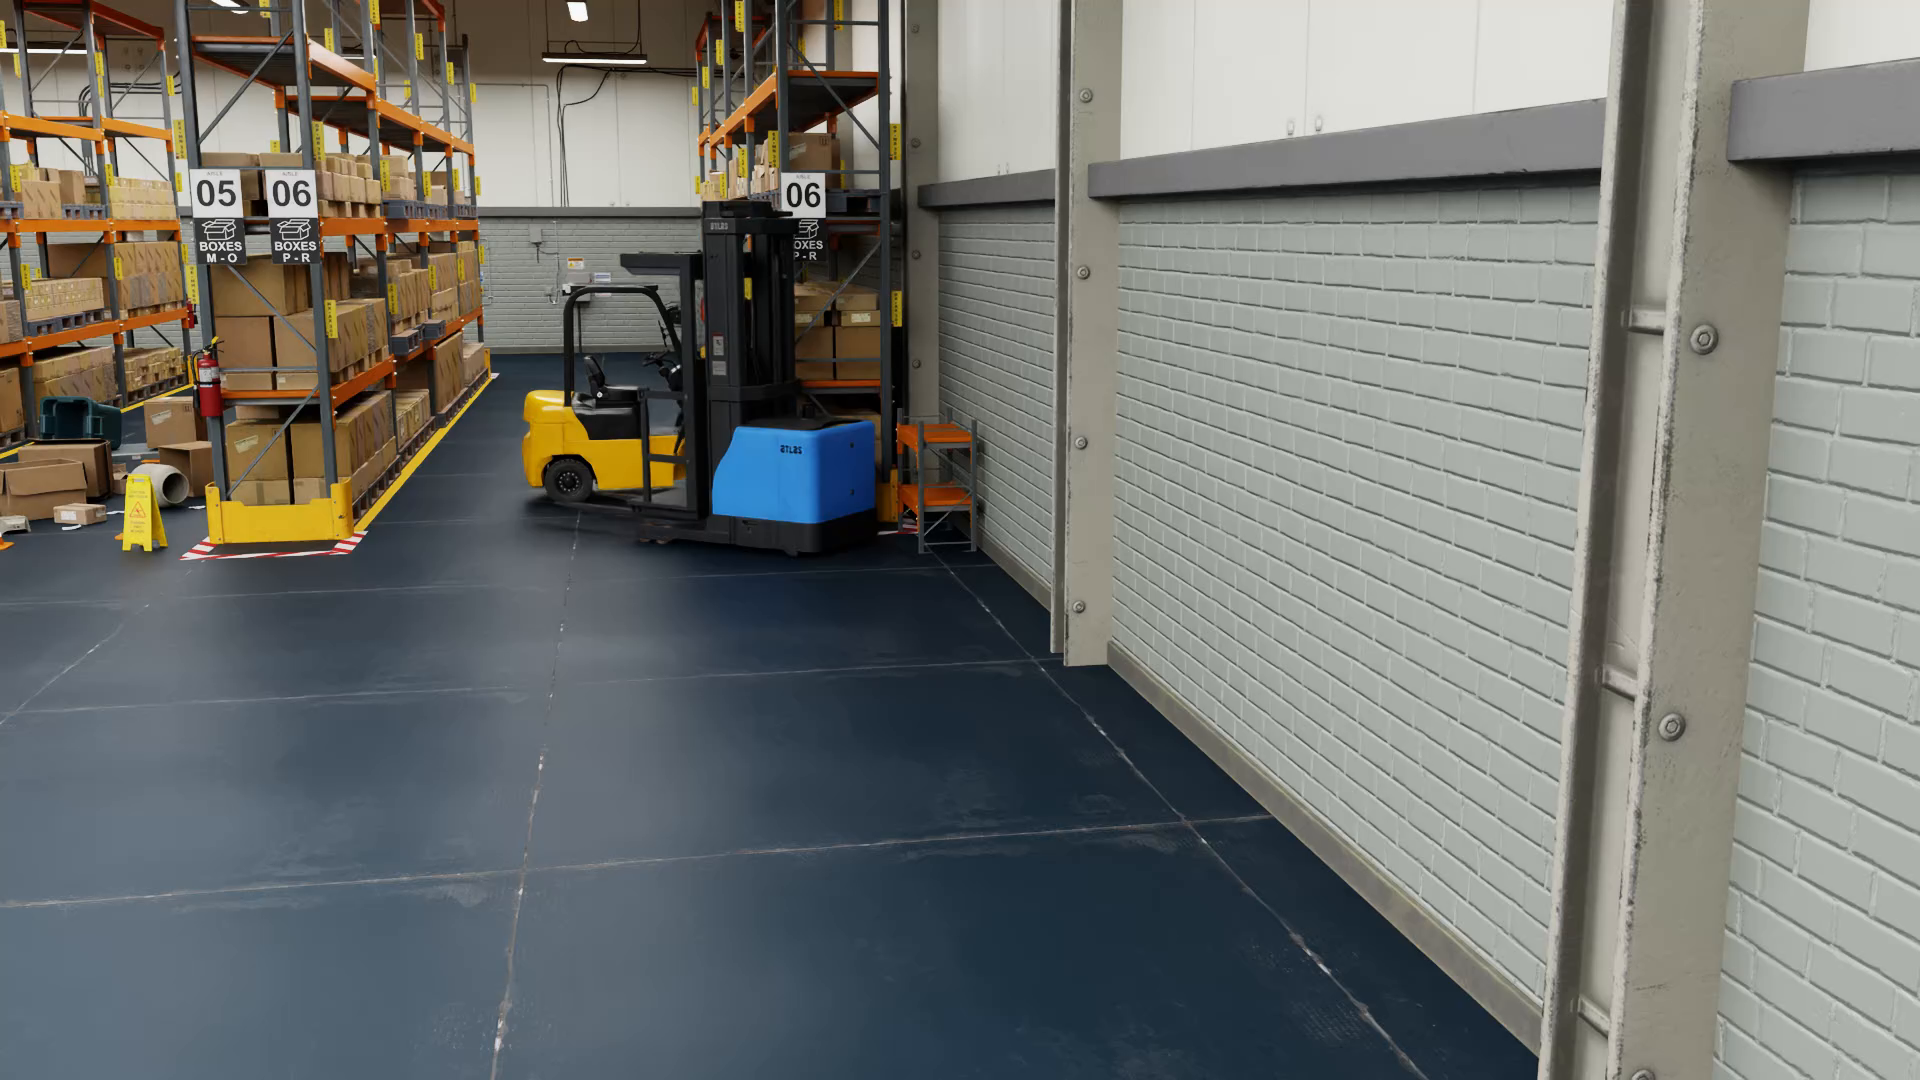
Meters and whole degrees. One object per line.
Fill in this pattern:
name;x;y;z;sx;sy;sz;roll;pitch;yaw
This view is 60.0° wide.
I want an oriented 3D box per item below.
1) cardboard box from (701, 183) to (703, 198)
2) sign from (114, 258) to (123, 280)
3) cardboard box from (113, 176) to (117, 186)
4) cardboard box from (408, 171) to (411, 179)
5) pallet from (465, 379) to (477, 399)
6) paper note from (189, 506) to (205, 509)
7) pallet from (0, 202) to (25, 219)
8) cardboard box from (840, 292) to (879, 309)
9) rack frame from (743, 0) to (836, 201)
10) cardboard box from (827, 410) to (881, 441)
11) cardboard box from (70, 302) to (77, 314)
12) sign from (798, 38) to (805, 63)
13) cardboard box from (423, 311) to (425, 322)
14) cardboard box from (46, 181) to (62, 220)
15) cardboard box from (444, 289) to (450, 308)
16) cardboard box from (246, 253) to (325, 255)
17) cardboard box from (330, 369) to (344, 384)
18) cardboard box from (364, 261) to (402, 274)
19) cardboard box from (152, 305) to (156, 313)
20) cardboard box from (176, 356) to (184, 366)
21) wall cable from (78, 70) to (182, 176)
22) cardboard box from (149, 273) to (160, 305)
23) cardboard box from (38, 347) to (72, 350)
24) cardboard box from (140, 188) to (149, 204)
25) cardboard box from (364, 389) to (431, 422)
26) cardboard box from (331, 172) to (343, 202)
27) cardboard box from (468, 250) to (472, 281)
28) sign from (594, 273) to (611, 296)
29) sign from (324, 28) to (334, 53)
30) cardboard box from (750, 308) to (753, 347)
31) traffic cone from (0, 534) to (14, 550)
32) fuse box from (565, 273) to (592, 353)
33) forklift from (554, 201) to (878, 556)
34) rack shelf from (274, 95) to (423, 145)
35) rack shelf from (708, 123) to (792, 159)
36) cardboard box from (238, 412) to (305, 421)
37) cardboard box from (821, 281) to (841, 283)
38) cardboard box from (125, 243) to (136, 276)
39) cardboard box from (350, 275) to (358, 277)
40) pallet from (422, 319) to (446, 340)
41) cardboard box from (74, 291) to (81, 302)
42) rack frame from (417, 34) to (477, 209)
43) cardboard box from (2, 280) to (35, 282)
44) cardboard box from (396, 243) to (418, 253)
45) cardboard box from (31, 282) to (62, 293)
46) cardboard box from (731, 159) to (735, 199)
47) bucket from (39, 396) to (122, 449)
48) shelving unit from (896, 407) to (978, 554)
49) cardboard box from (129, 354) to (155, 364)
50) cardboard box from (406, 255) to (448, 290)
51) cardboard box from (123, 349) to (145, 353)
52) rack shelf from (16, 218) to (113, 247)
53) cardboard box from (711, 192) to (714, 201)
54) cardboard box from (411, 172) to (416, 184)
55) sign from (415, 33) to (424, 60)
cardboard box;-4.327;-6.199;29.491;0.500;0.250;0.500;-2;11;-11
sign;-12.630;-4.068;24.953;0.100;0.325;0.005;-2;11;-11
cardboard box;-13.013;-5.433;25.196;0.380;0.149;0.250;-3;11;-13
cardboard box;-8.451;-5.234;24.761;0.500;0.500;0.500;-2;11;-12
pallet;-8.409;-2.450;27.003;1.003;0.211;1.213;-2;11;-11
paper note;-7.488;-0.327;16.333;0.142;0.019;0.148;-6;13;-31
pallet;-12.218;-4.010;20.224;1.213;0.211;1.003;-2;11;-8
cardboard box;-0.982;-2.292;15.918;0.380;0.149;0.250;-2;11;-9
rack frame;-1.913;-5.338;18.677;1.000;3.000;0.127;-2;11;-11
cardboard box;-1.043;-1.099;16.007;0.500;0.250;0.500;-2;11;-12
cardboard box;-12.646;-3.257;23.336;0.380;0.149;0.250;-2;11;-9
sign;-2.148;-6.629;22.539;0.100;0.325;0.005;-2;11;-11
cardboard box;-7.008;-2.837;21.131;0.380;0.149;0.250;-3;11;-14
cardboard box;-12.452;-4.565;22.370;0.500;0.500;0.500;-2;11;-11
cardboard box;-7.686;-3.498;24.115;0.500;0.250;0.500;-2;11;-10
cardboard box;-6.760;-2.620;16.704;0.700;0.500;0.500;-2;11;-12
cardboard box;-5.902;-1.520;15.333;0.380;0.149;0.250;-2;11;-13
cardboard box;-6.839;-3.225;19.697;0.380;0.149;0.250;-1;11;-8
cardboard box;-13.447;-3.800;27.311;0.380;0.149;0.250;-3;11;-13
cardboard box;-13.569;-3.078;28.551;0.380;0.149;0.250;-2;11;-13
wall cable;-16.555;-9.740;33.201;2.277;5.999;0.120;-2;11;-11
cardboard box;-13.322;-4.055;26.918;0.500;0.500;0.500;-2;11;-8
cardboard box;-13.289;-2.680;24.313;0.500;0.250;0.500;-3;11;-14
cardboard box;-13.328;-5.502;26.622;0.500;0.250;0.500;-3;11;-13
cardboard box;-7.460;-1.755;21.800;0.950;0.372;0.625;-3;11;-15
cardboard box;-5.929;-3.217;15.160;0.500;0.250;0.500;-2;11;-12
cardboard box;-8.469;-4.594;27.867;0.500;0.500;0.500;-2;11;-11
sign;-7.702;-5.503;35.842;0.329;0.494;0.001;-2;11;-11
sign;-8.103;-6.407;21.368;0.100;0.325;0.005;-2;11;-11
cardboard box;-2.083;-2.350;18.751;0.500;0.500;0.500;-2;11;-13
traffic cone;-8.375;-0.159;14.297;0.336;0.463;0.334;-2;11;-11
fuse box;-8.146;-4.861;35.659;0.539;1.711;0.414;-2;11;-11
forklift;-2.262;-1.481;14.640;3.031;2.935;1.130;6;12;29
rack shelf;-7.171;-4.974;19.757;1.077;0.370;4.000;-2;11;-11
rack shelf;-3.080;-5.889;24.563;1.077;0.370;4.000;-2;11;-11
cardboard box;-6.520;-0.933;15.803;0.500;0.500;0.500;-2;11;-9
cardboard box;-1.555;-2.858;18.890;0.380;0.149;0.250;-2;11;-11
cardboard box;-13.138;-4.351;25.799;0.500;0.500;0.500;-2;11;-13
cardboard box;-7.194;-2.779;19.088;0.500;0.500;0.500;-2;11;-11
pallet;-7.317;-2.723;21.492;1.213;0.211;1.003;-2;11;-11
cardboard box;-12.698;-3.450;23.555;0.380;0.149;0.250;-3;11;-14
rack frame;-9.116;-7.358;29.288;1.000;3.000;0.127;-2;11;-11
cardboard box;-13.394;-3.621;23.657;0.380;0.149;0.250;-2;11;-12
cardboard box;-8.710;-4.581;26.067;0.380;0.149;0.250;-2;11;-12
cardboard box;-12.553;-3.453;22.774;0.380;0.149;0.250;-2;11;-9
cardboard box;-2.593;-4.672;21.542;0.700;0.500;0.500;-2;11;-12
bucket;-9.330;-1.209;17.716;0.726;0.611;0.620;2;1;9
shelving unit;-0.210;-0.543;14.538;0.538;1.125;1.048;-2;11;-12
cardboard box;-13.316;-2.935;27.005;0.380;0.149;0.250;-2;11;-11
cardboard box;-7.702;-3.862;24.024;0.500;0.500;0.500;-2;11;-10
cardboard box;-14.011;-3.156;28.165;0.380;0.149;0.250;-2;11;-10
rack shelf;-12.784;-4.232;22.811;1.077;0.370;4.000;-2;11;-11
cardboard box;-3.560;-5.161;25.047;0.380;0.149;0.250;-2;11;-10
cardboard box;-8.631;-5.703;26.949;0.797;0.503;0.637;-1;11;-7
sign;-7.029;-6.410;21.598;0.100;0.325;0.005;-2;11;-11
